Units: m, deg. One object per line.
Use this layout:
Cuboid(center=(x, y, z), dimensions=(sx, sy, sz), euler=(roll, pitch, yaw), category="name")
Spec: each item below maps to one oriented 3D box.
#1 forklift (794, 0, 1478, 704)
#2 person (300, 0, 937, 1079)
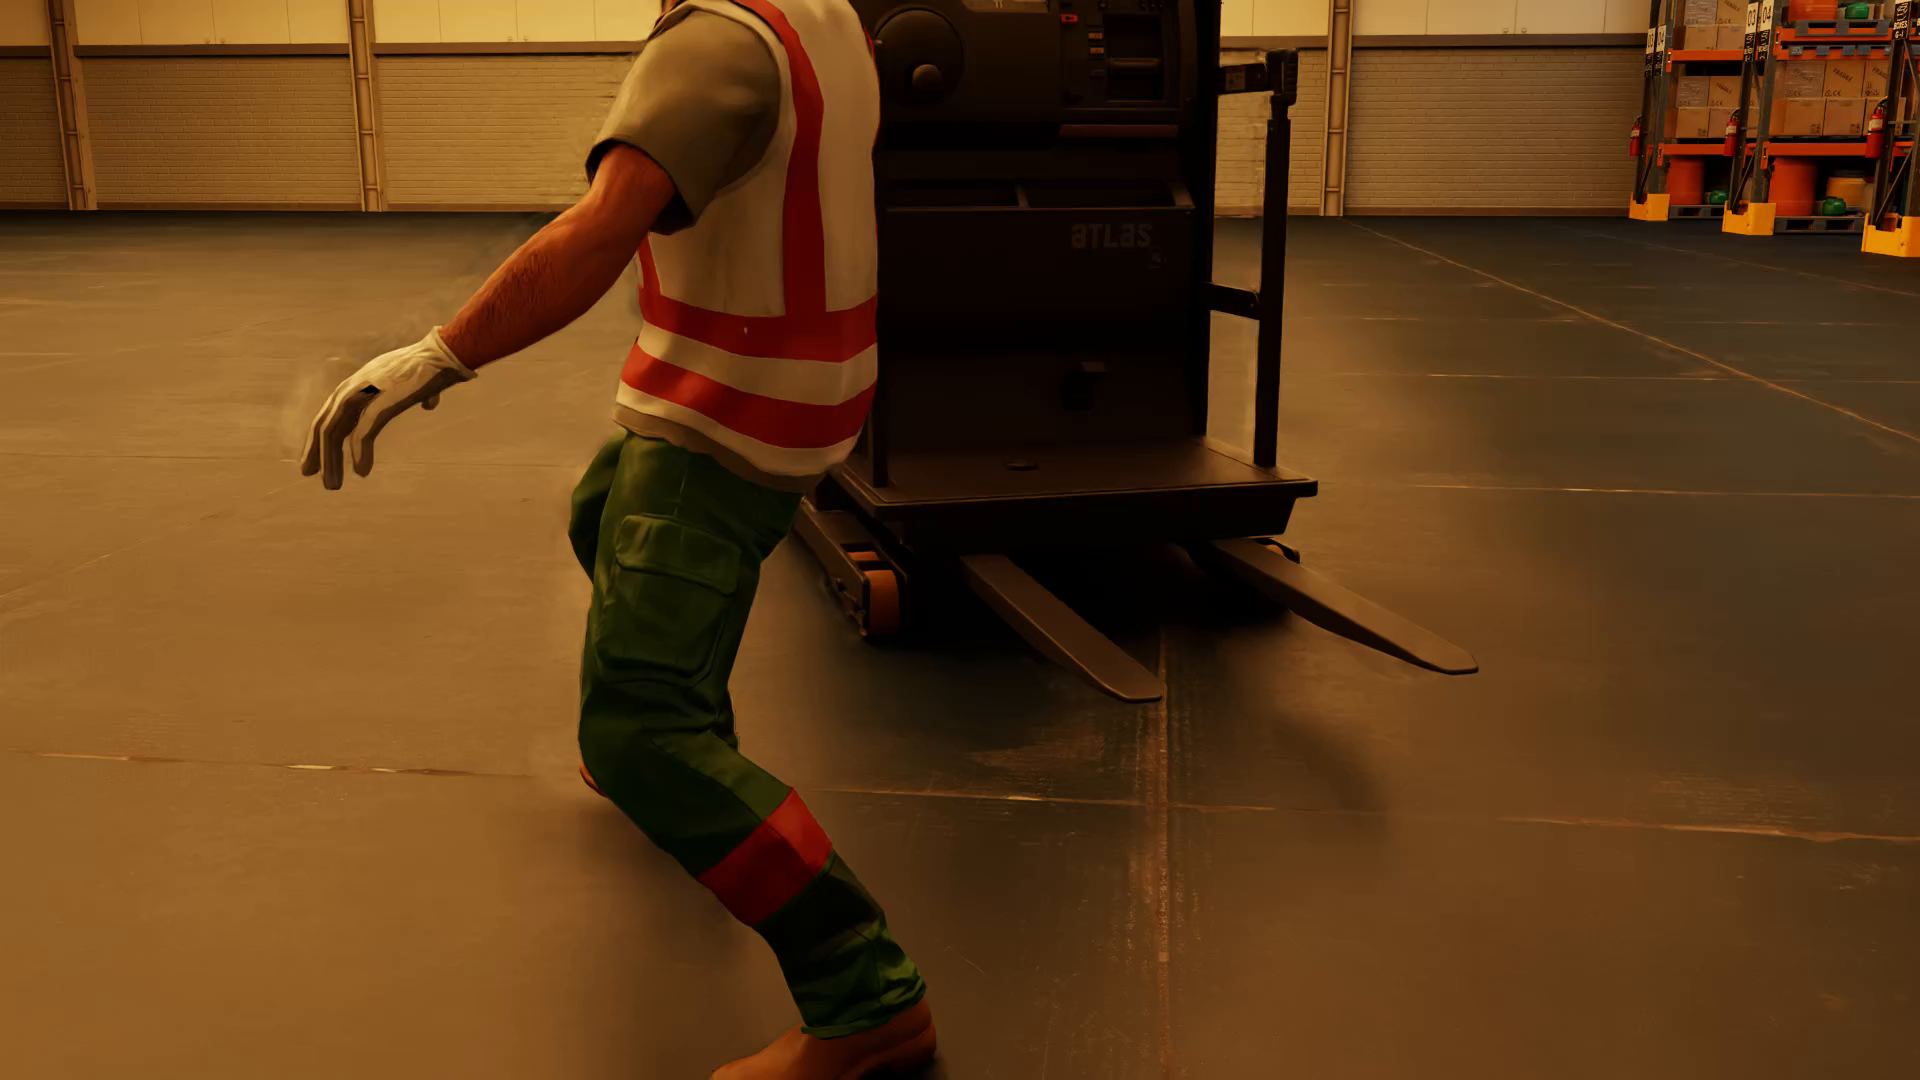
Cuboid(center=(0.215, -1.292, 4.034), dimensions=(1.130, 2.935, 3.031), euler=(-4, 14, -15), category="forklift")
Cuboid(center=(-0.366, -0.181, 2.225), dimensions=(0.786, 1.637, 0.992), euler=(3, 13, 12), category="person")
